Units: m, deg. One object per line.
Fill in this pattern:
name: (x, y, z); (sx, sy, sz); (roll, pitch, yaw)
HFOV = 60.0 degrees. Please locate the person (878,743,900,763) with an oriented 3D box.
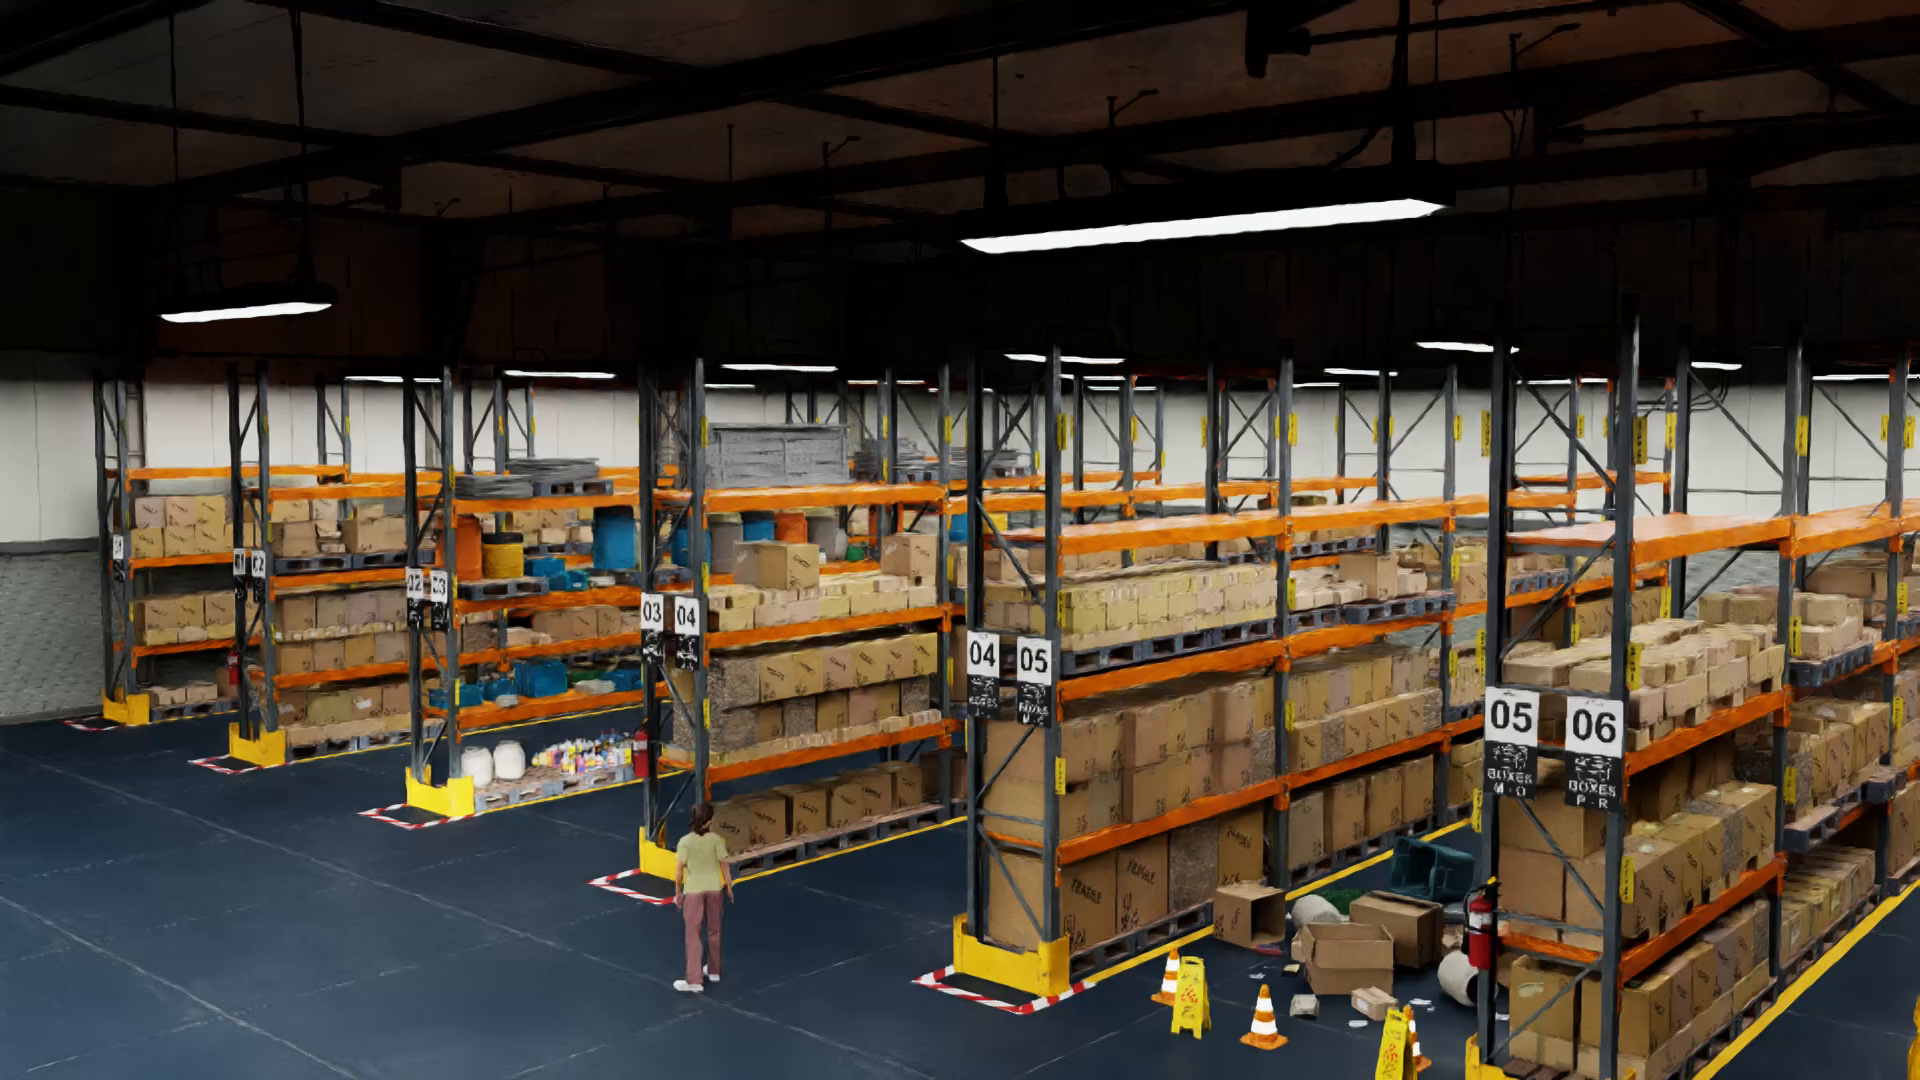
person: (-1.026, 2.649, 23.208); (0.467, 1.599, 0.450); (-2, 4, -20)

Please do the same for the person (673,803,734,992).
person: (-2.343, 3.204, 15.103); (0.561, 1.666, 0.564); (-1, 4, -19)

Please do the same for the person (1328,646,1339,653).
person: (5.883, 2.441, 26.032); (0.482, 1.579, 1.082); (3, 5, 39)
